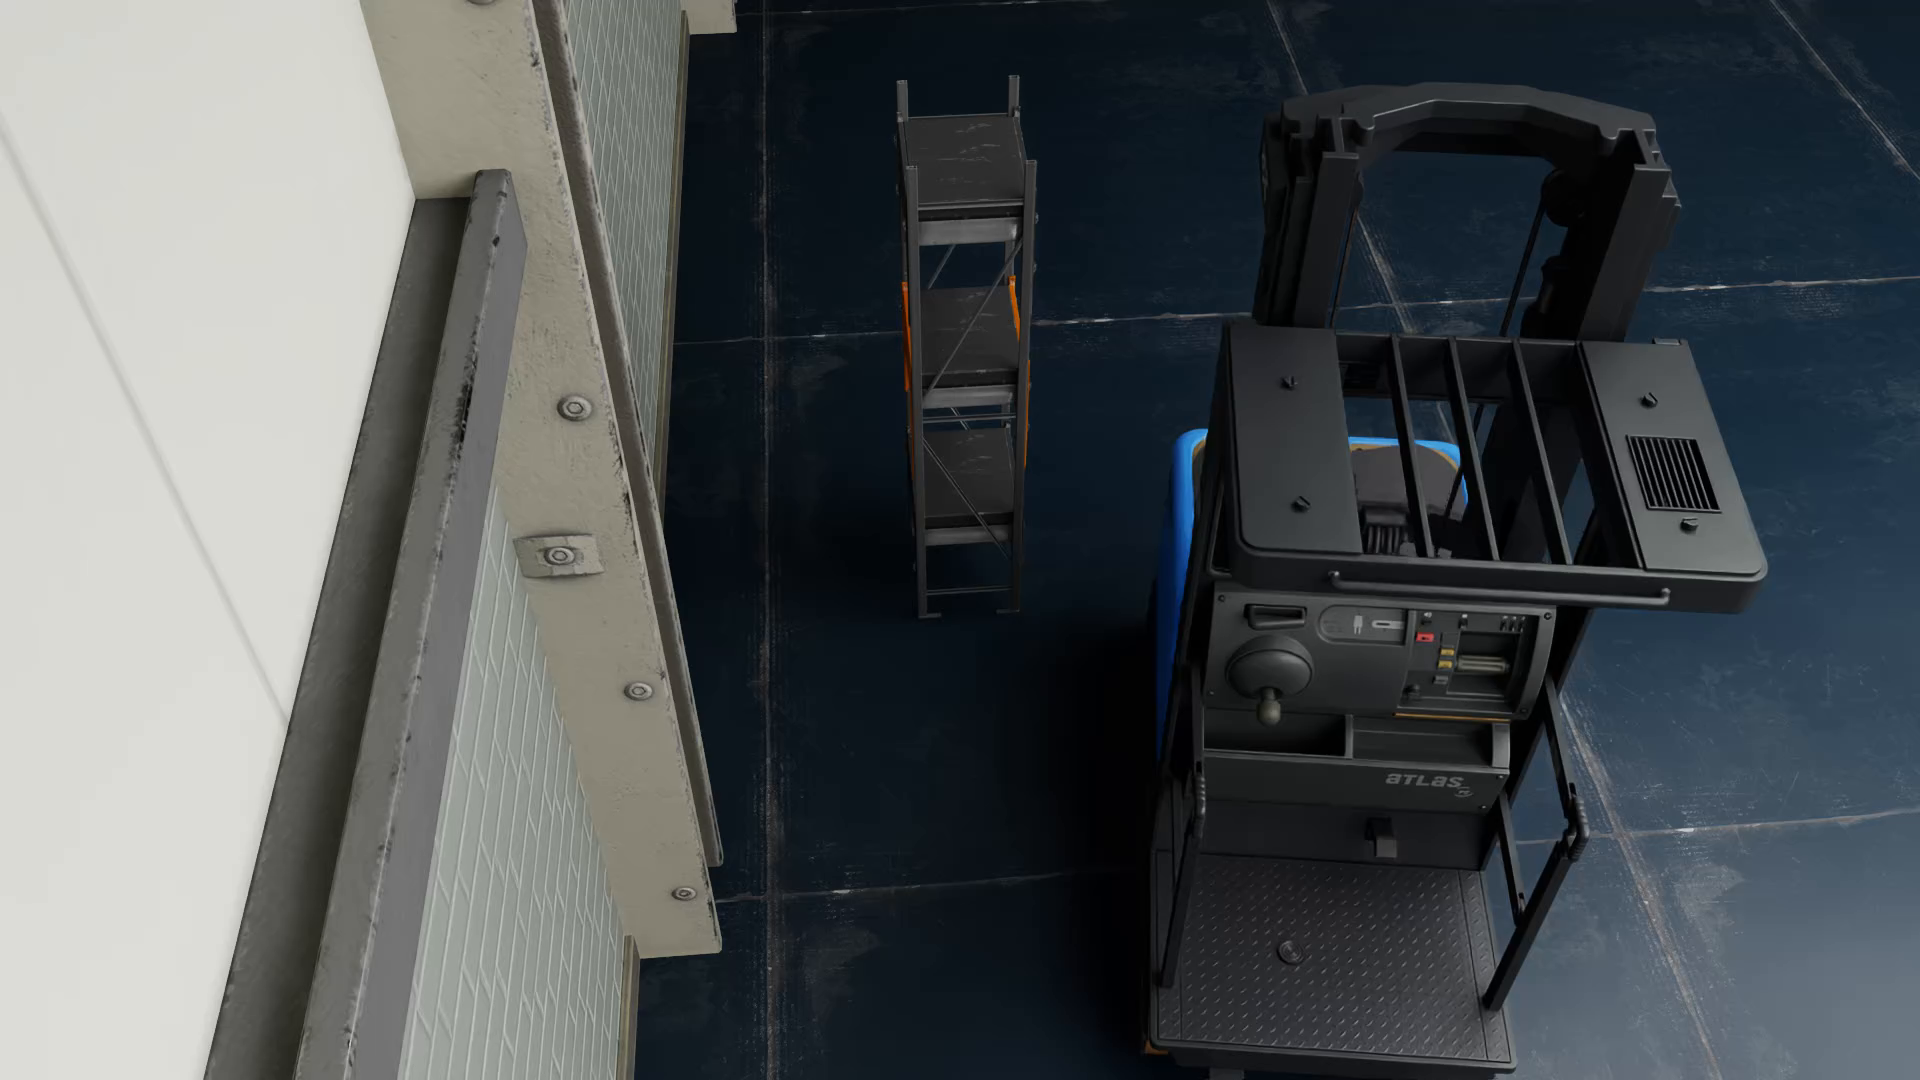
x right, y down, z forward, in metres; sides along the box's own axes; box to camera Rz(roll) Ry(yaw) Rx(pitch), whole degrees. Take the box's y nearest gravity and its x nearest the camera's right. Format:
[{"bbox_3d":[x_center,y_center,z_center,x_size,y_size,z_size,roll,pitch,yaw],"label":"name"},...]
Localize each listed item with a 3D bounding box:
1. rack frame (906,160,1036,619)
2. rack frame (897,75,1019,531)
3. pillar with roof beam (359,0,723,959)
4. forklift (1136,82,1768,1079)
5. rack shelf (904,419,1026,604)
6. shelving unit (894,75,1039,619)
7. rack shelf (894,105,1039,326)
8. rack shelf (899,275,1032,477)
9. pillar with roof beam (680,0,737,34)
[{"bbox_3d":[0.034,-0.426,5.844,0.400,2.100,0.015,-3,47,-3],"label":"rack frame"},{"bbox_3d":[-0.007,-0.779,6.178,0.400,2.100,0.015,-3,47,-3],"label":"rack frame"},{"bbox_3d":[3.319,-2.108,2.685,9.100,9.000,0.400,-3,47,-3],"label":"pillar with roof beam"},{"bbox_3d":[1.145,0.428,4.463,1.130,2.935,3.031,3,47,3],"label":"forklift"},{"bbox_3d":[0.014,-0.112,6.529,0.431,0.518,0.480,-3,47,-3],"label":"rack shelf"},{"bbox_3d":[0.014,-0.602,6.011,0.431,2.100,0.503,-3,47,-3],"label":"shelving unit"},{"bbox_3d":[0.014,-1.074,5.512,0.431,0.518,0.480,-3,47,-3],"label":"rack shelf"},{"bbox_3d":[0.014,-0.593,6.021,0.431,0.518,0.480,-3,47,-3],"label":"rack shelf"},{"bbox_3d":[2.817,-6.449,6.796,9.100,9.000,0.400,-3,47,-3],"label":"pillar with roof beam"}]
